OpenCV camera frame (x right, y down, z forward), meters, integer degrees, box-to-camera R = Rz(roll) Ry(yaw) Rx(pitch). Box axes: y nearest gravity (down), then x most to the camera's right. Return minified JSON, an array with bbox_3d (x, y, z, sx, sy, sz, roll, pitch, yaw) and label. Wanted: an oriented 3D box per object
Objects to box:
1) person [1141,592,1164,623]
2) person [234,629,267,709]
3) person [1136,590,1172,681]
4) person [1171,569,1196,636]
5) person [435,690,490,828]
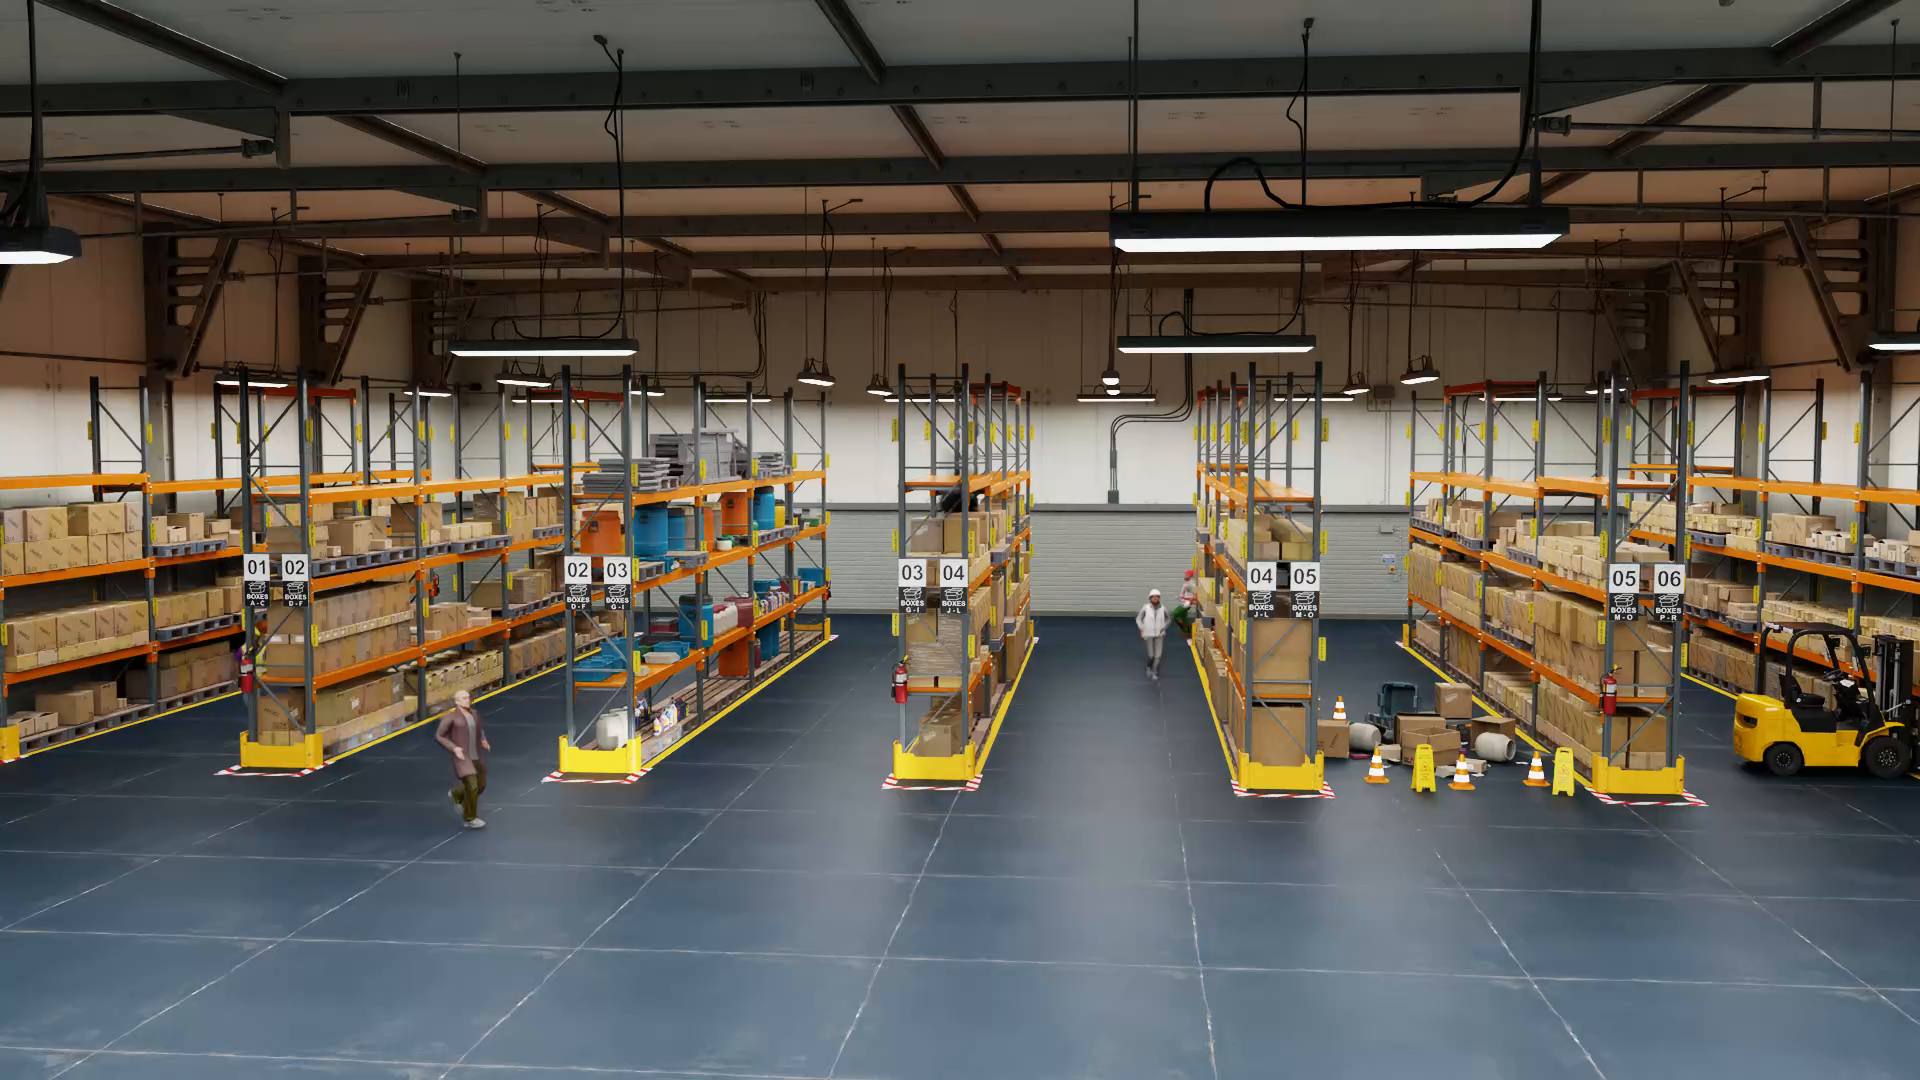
[{"bbox_3d":[4.149,1.925,35.642,0.602,1.629,0.705,1,4,9],"label":"person"},{"bbox_3d":[-11.908,2.350,28.092,0.697,1.725,0.677,0,4,-6],"label":"person"},{"bbox_3d":[3.710,1.811,31.763,0.671,1.729,0.536,0,4,-2],"label":"person"},{"bbox_3d":[5.515,1.546,40.768,0.652,1.686,0.759,1,4,14],"label":"person"},{"bbox_3d":[-6.321,2.775,21.184,0.731,1.730,0.713,2,4,33],"label":"person"}]
